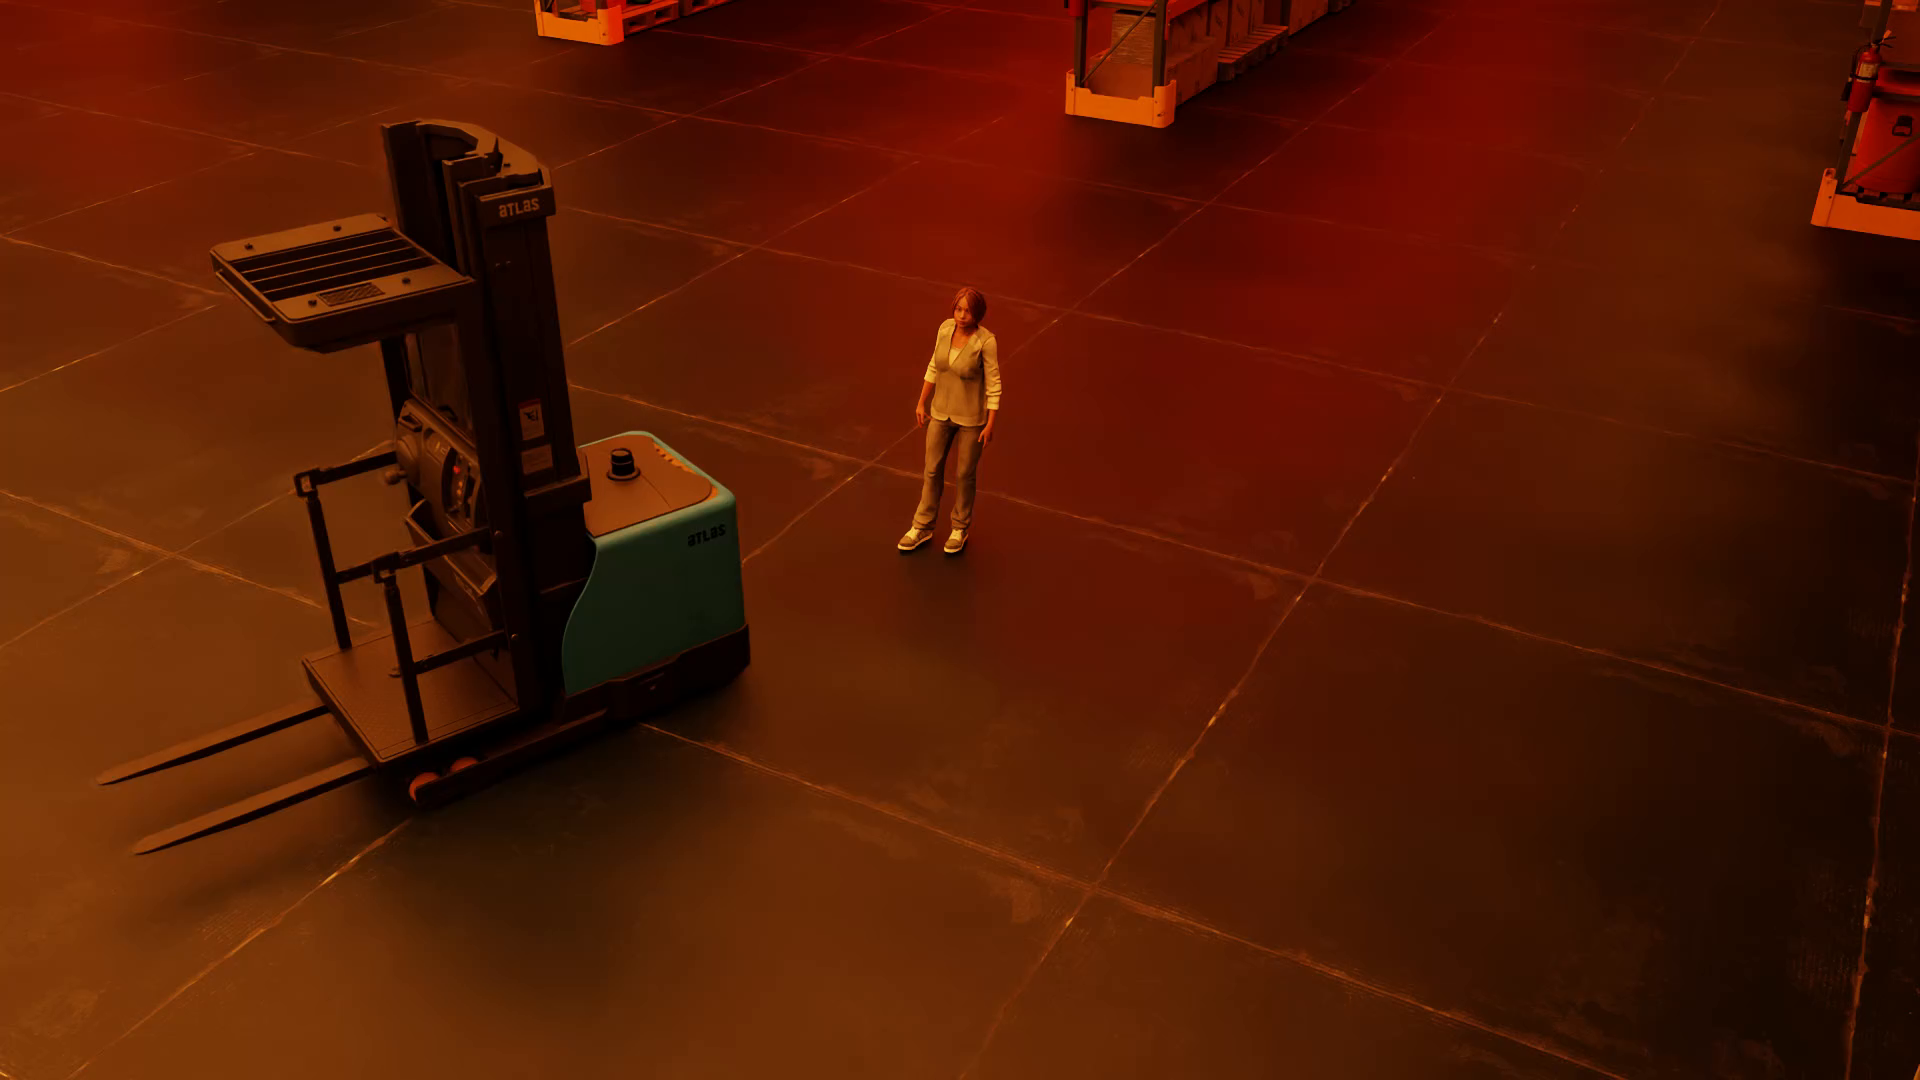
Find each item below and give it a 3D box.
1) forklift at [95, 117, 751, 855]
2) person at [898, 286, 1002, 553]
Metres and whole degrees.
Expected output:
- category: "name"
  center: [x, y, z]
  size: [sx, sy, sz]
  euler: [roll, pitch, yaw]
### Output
- category: "forklift"
  center: [-2.578, -0.308, 7.604]
  size: [3.031, 2.935, 1.130]
  euler: [-21, 36, -32]
- category: "person"
  center: [-0.048, -0.669, 9.550]
  size: [0.520, 1.597, 0.475]
  euler: [15, 33, 25]
